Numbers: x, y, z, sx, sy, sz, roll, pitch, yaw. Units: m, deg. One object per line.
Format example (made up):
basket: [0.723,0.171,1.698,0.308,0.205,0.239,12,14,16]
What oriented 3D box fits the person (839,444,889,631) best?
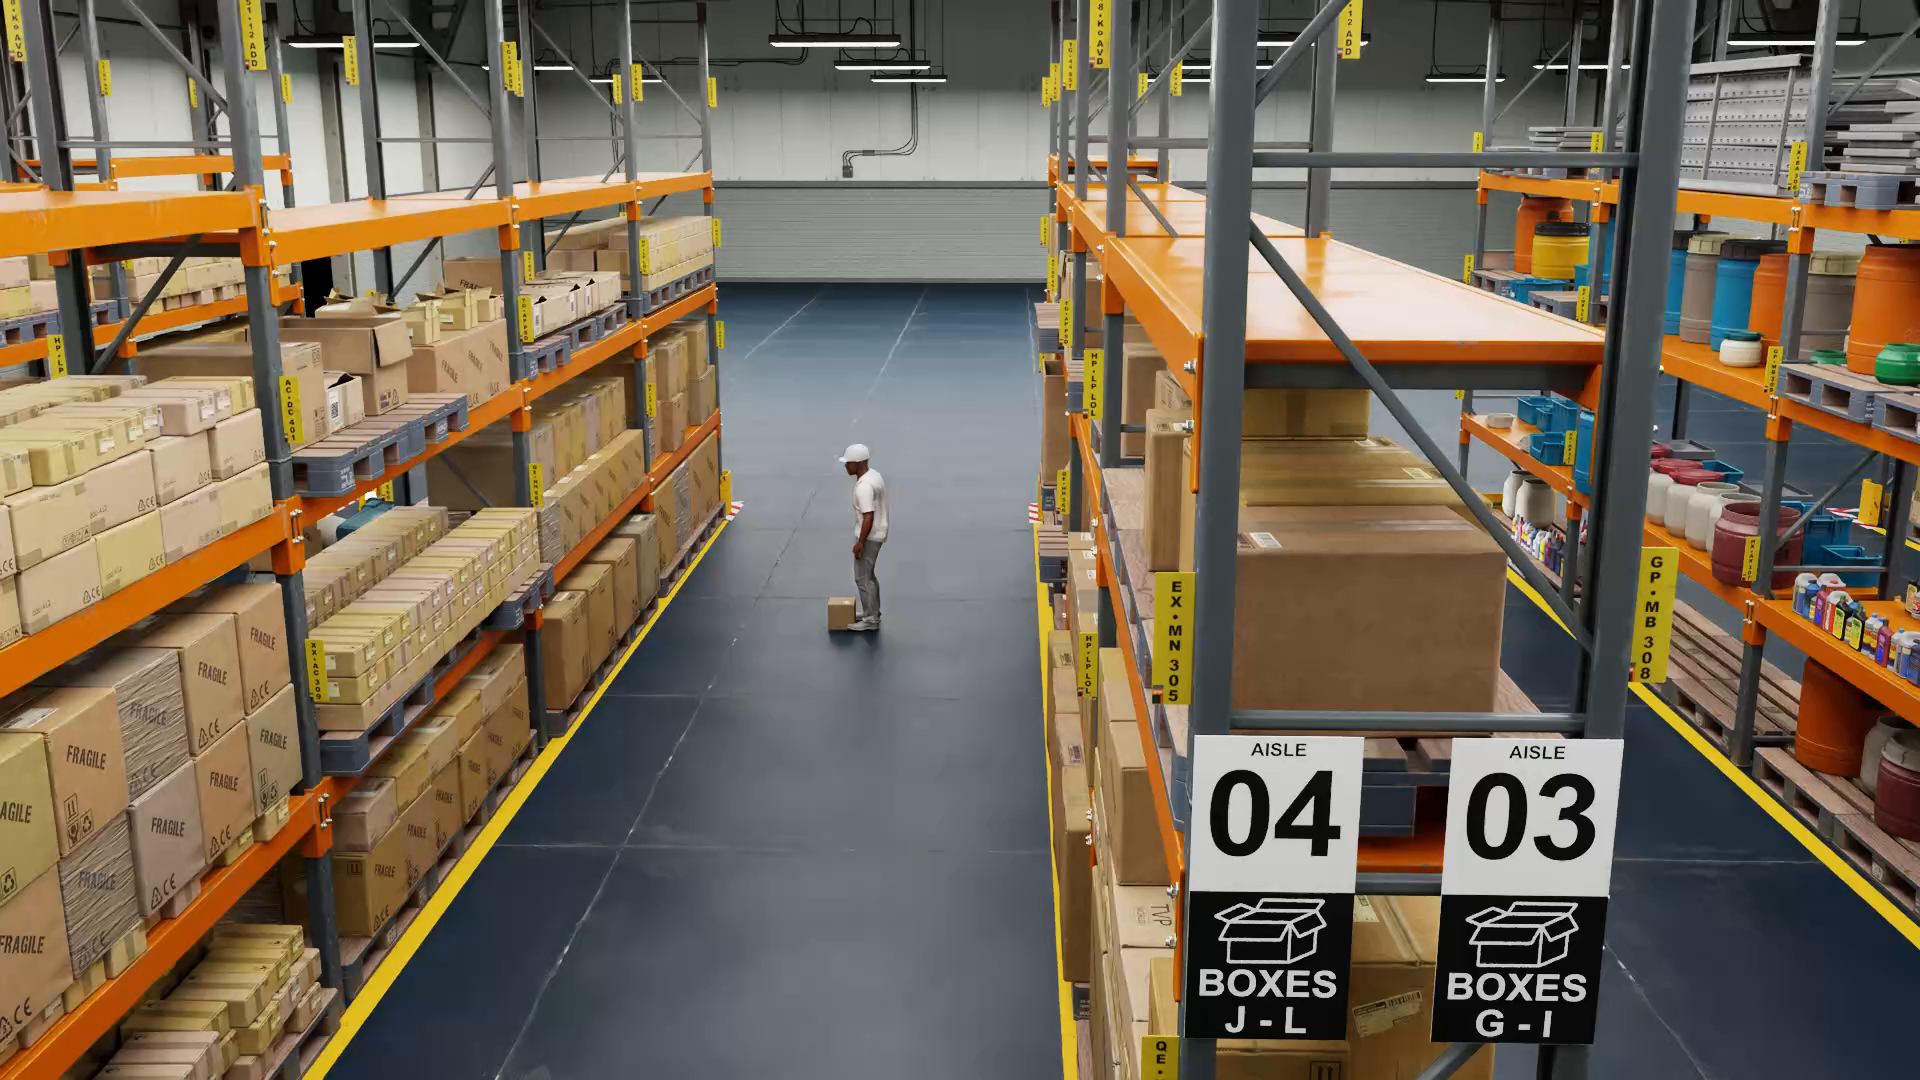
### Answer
person: [-0.890,-0.037,15.608,0.456,1.761,0.628,0,14,2]
